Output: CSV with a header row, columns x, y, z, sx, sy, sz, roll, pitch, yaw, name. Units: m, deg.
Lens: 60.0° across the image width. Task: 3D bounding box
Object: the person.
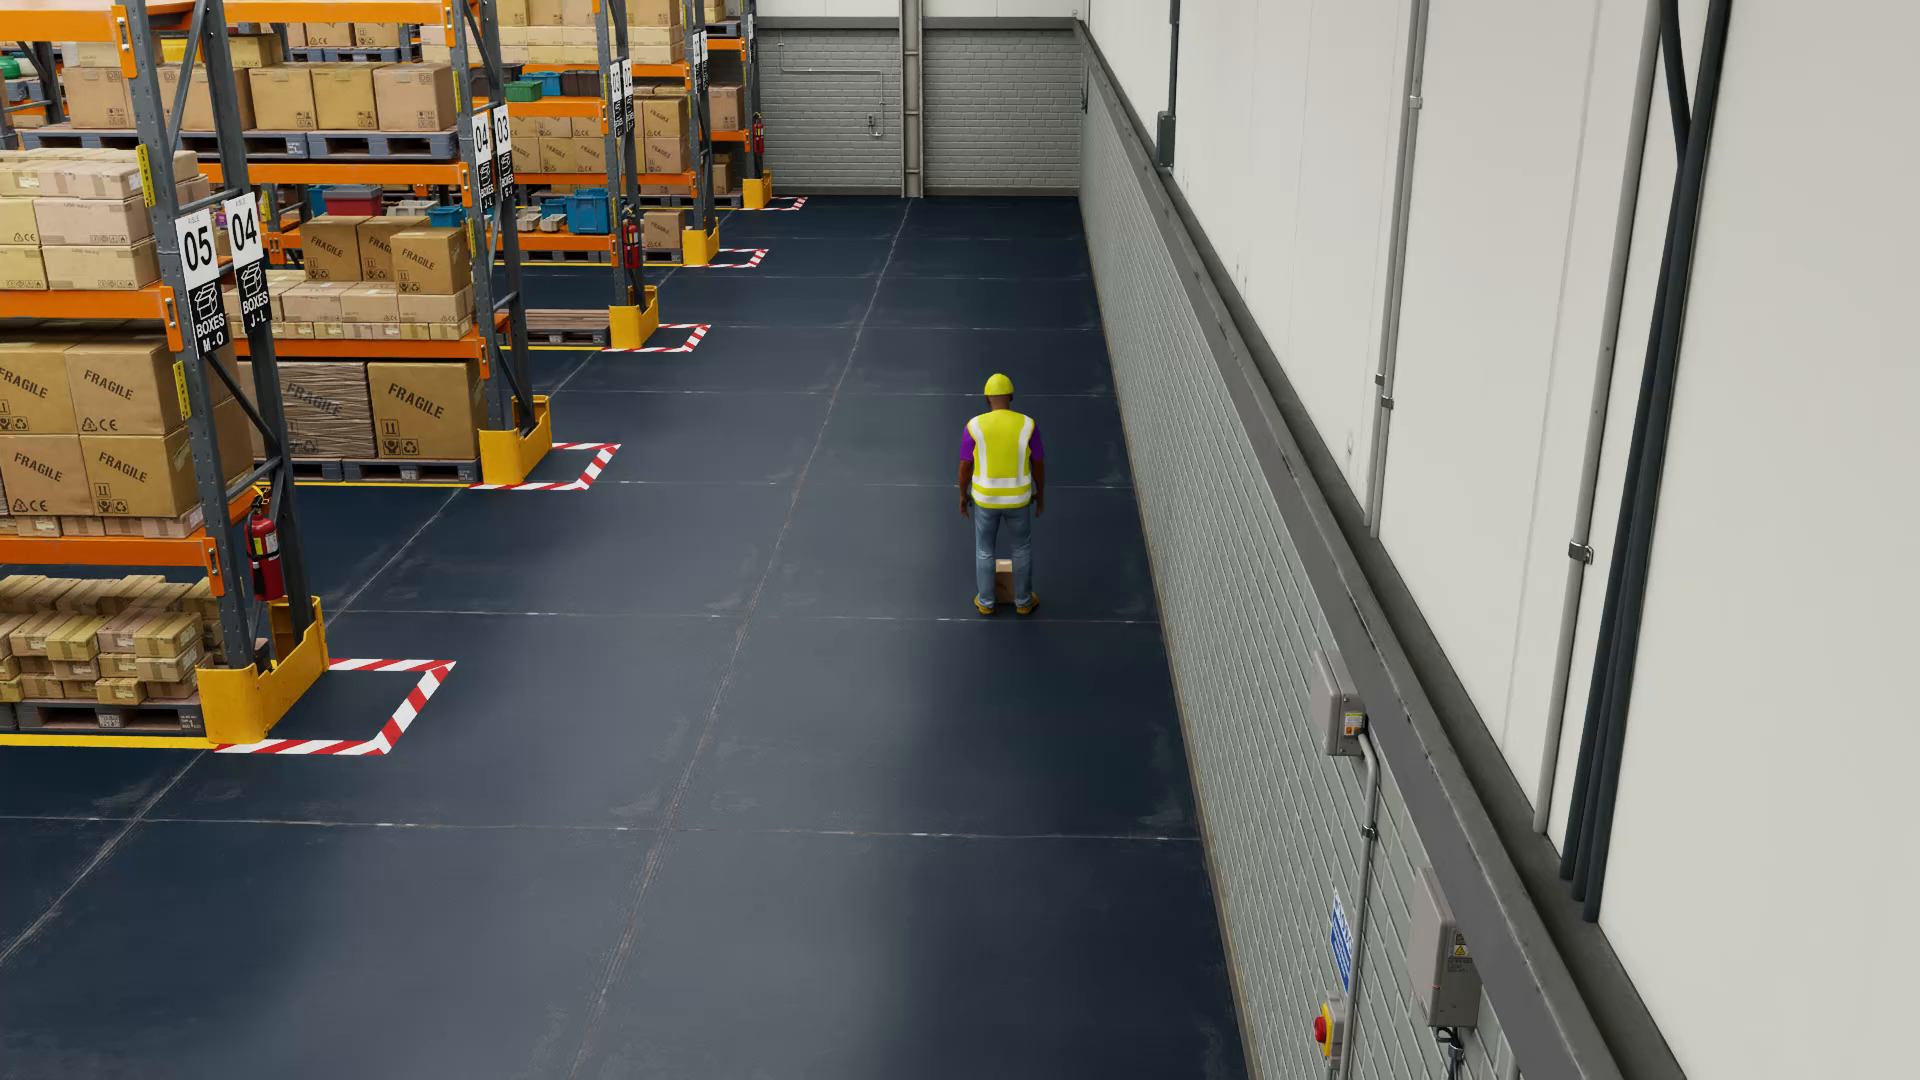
x,y,z,sx,sy,sz,roll,pitch,yaw,name
0.297,-0.320,11.904,0.621,1.759,0.461,0,21,0,person
